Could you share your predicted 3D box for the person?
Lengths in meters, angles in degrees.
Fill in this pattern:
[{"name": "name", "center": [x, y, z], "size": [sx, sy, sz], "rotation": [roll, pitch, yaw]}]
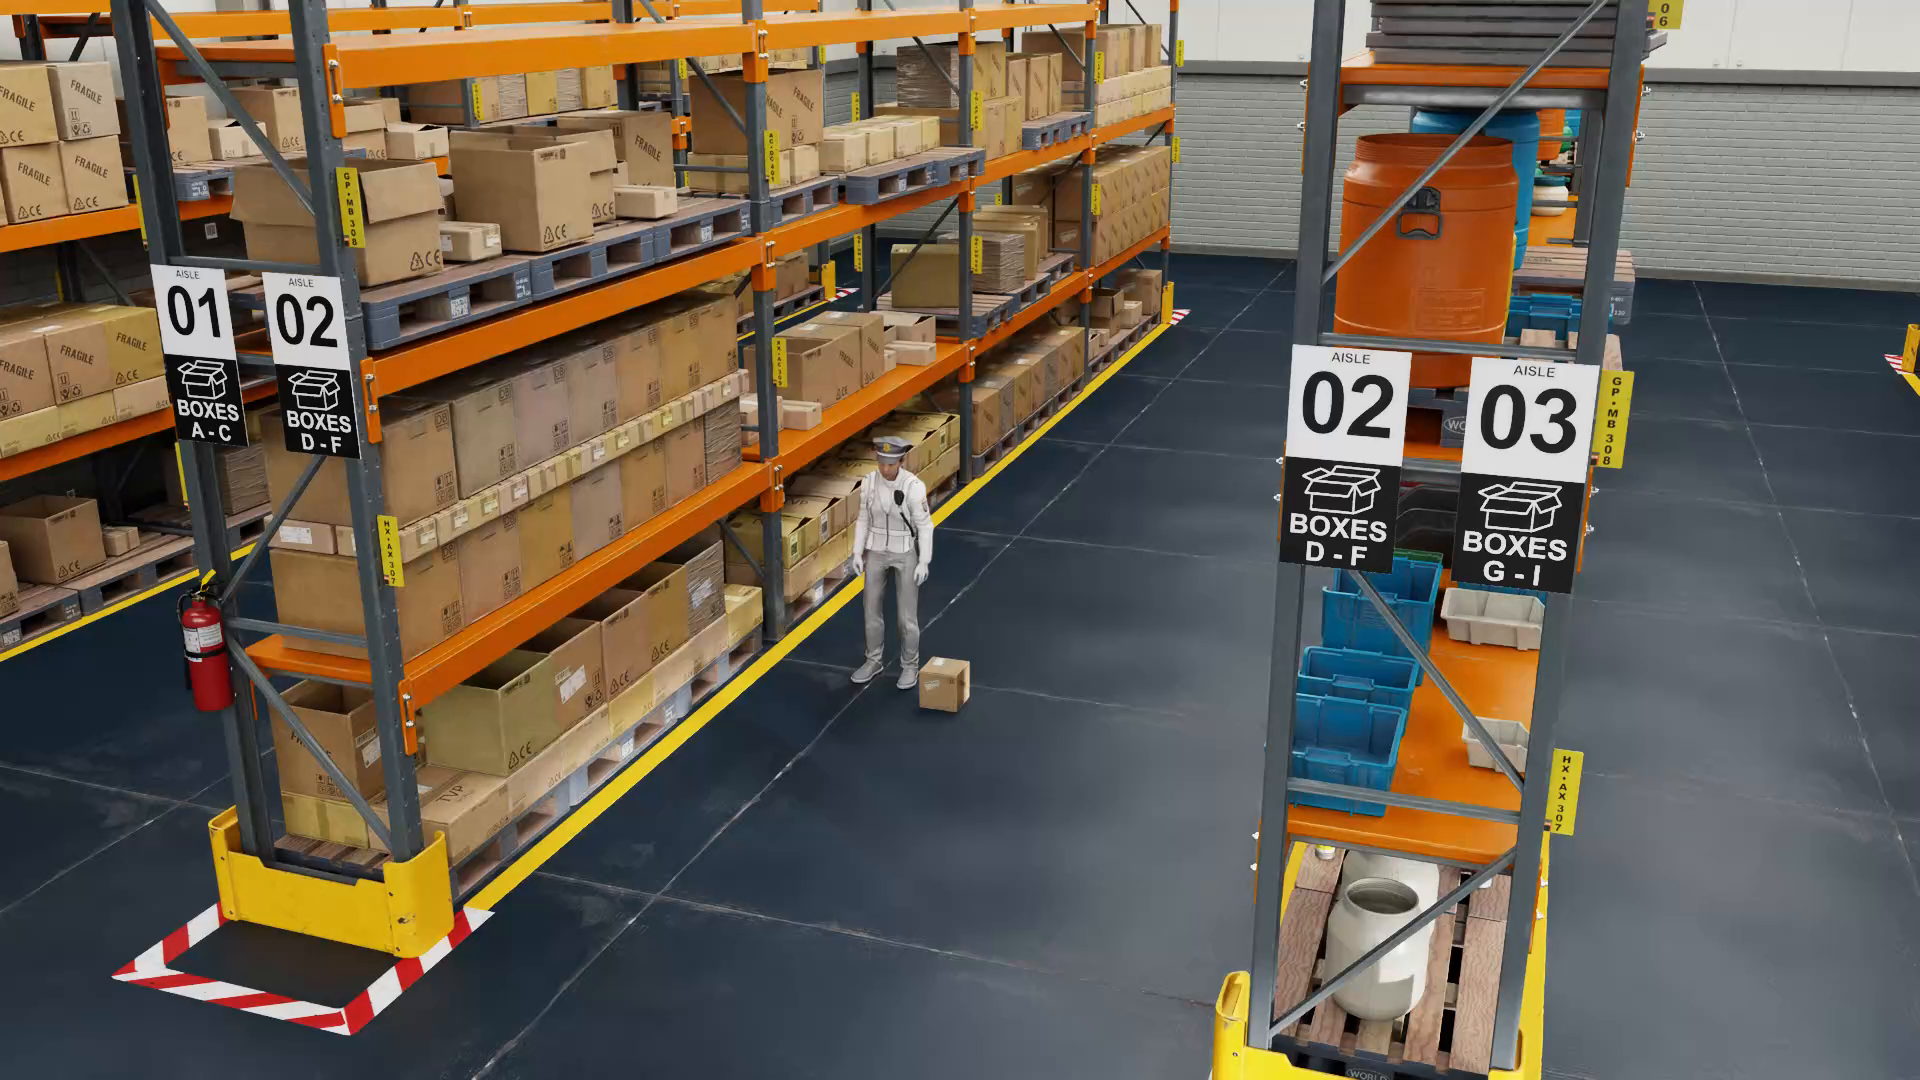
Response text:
[{"name": "person", "center": [-0.435, 0.125, 10.689], "size": [0.532, 1.663, 0.372], "rotation": [6, 20, 17]}]
